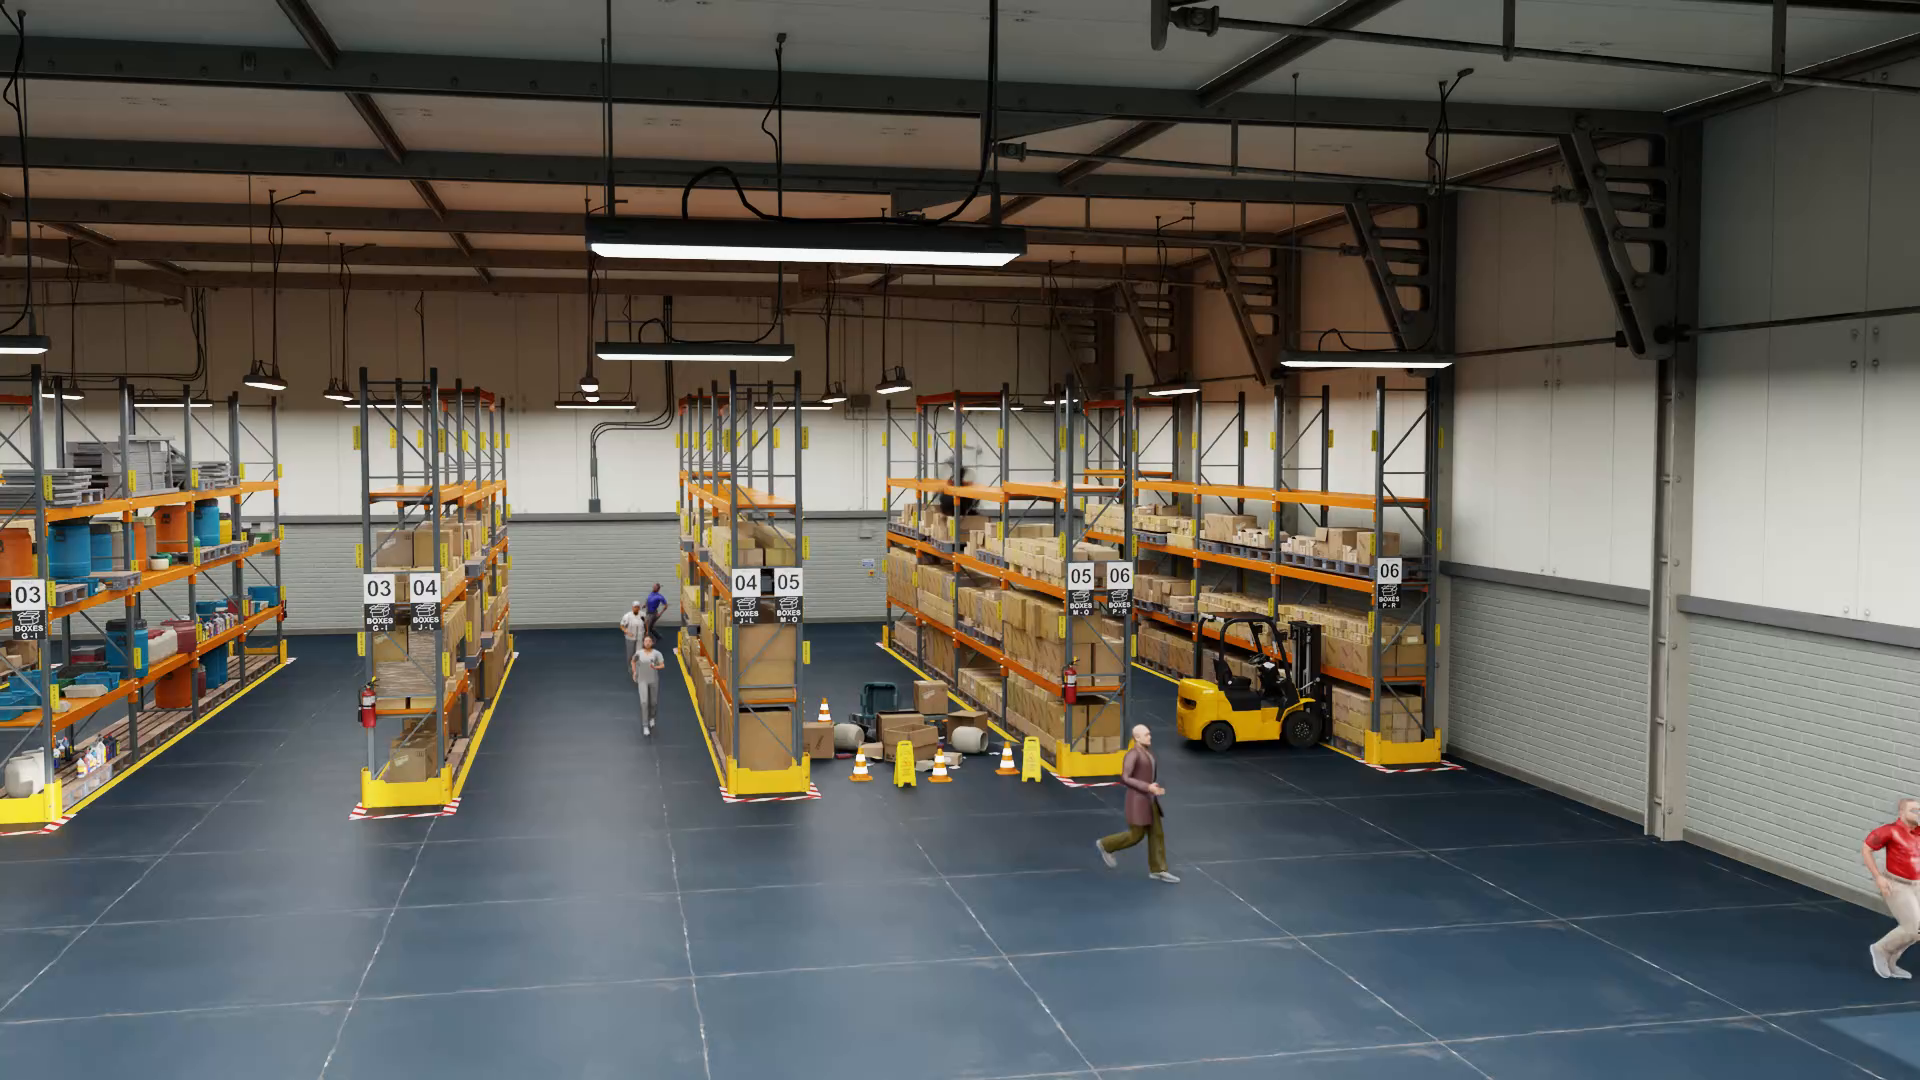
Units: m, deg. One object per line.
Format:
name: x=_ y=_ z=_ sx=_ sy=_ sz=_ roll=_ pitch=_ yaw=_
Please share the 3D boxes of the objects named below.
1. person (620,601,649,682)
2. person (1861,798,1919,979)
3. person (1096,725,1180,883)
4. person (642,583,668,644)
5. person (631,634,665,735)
person: x=-6.835 y=2.106 z=34.994 sx=0.629 sy=1.665 sz=0.937 roll=-1 pitch=4 yaw=-18
person: x=8.789 y=3.236 z=15.383 sx=0.668 sy=1.694 sz=0.604 roll=-2 pitch=4 yaw=-26
person: x=2.041 y=2.985 z=18.956 sx=1.008 sy=1.772 sz=0.724 roll=2 pitch=4 yaw=31
person: x=-7.542 y=1.814 z=40.254 sx=0.863 sy=1.577 sz=0.779 roll=-1 pitch=4 yaw=-17
person: x=-5.344 y=2.445 z=28.501 sx=0.563 sy=1.659 sz=0.964 roll=-1 pitch=3 yaw=-13
